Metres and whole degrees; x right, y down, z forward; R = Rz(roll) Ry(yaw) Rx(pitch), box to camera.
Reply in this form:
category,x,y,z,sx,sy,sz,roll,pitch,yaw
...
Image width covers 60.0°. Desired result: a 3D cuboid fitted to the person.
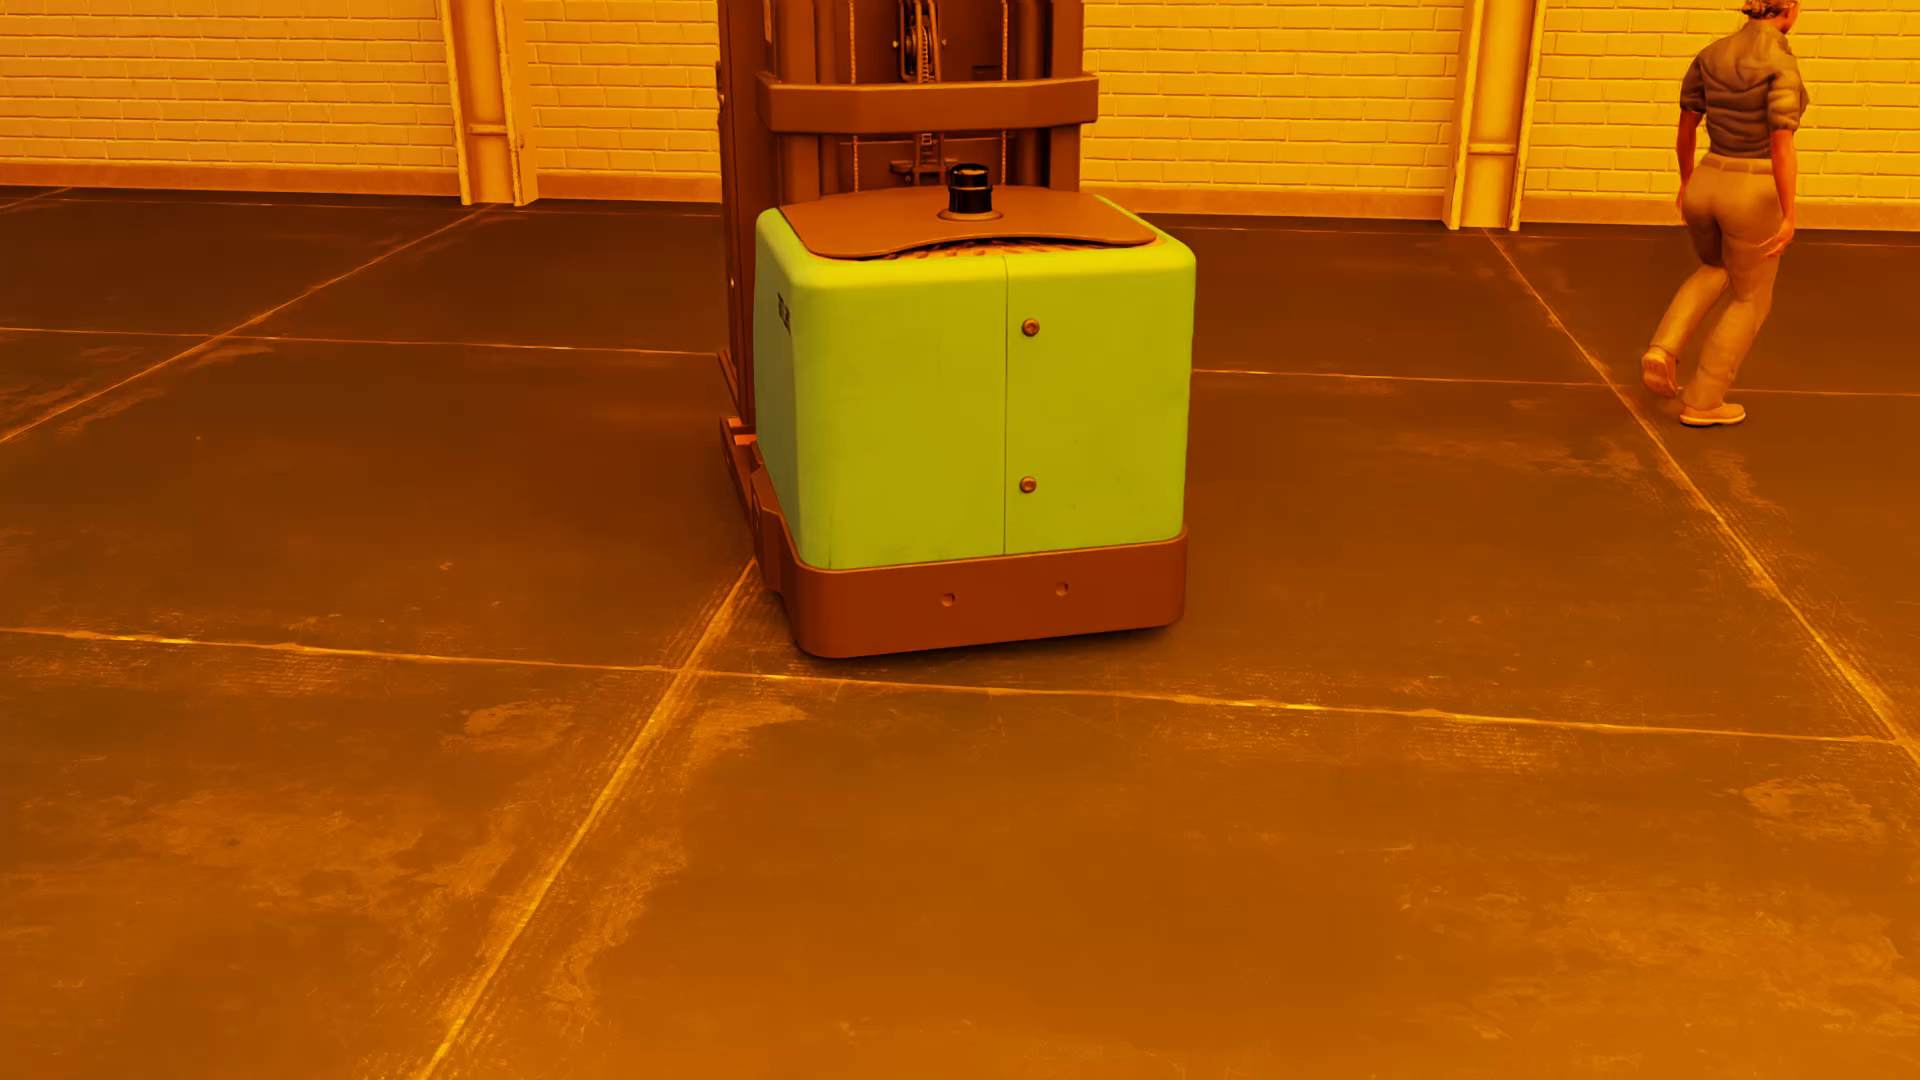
category,x,y,z,sx,sy,sz,roll,pitch,yaw
person,2.864,-1.241,6.071,0.430,1.639,0.595,-10,24,-23

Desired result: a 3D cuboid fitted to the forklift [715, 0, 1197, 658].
category,x,y,z,sx,sy,sz,roll,pitch,yaw
forklift,-0.226,-1.578,5.172,1.130,2.935,3.031,-5,22,-12
